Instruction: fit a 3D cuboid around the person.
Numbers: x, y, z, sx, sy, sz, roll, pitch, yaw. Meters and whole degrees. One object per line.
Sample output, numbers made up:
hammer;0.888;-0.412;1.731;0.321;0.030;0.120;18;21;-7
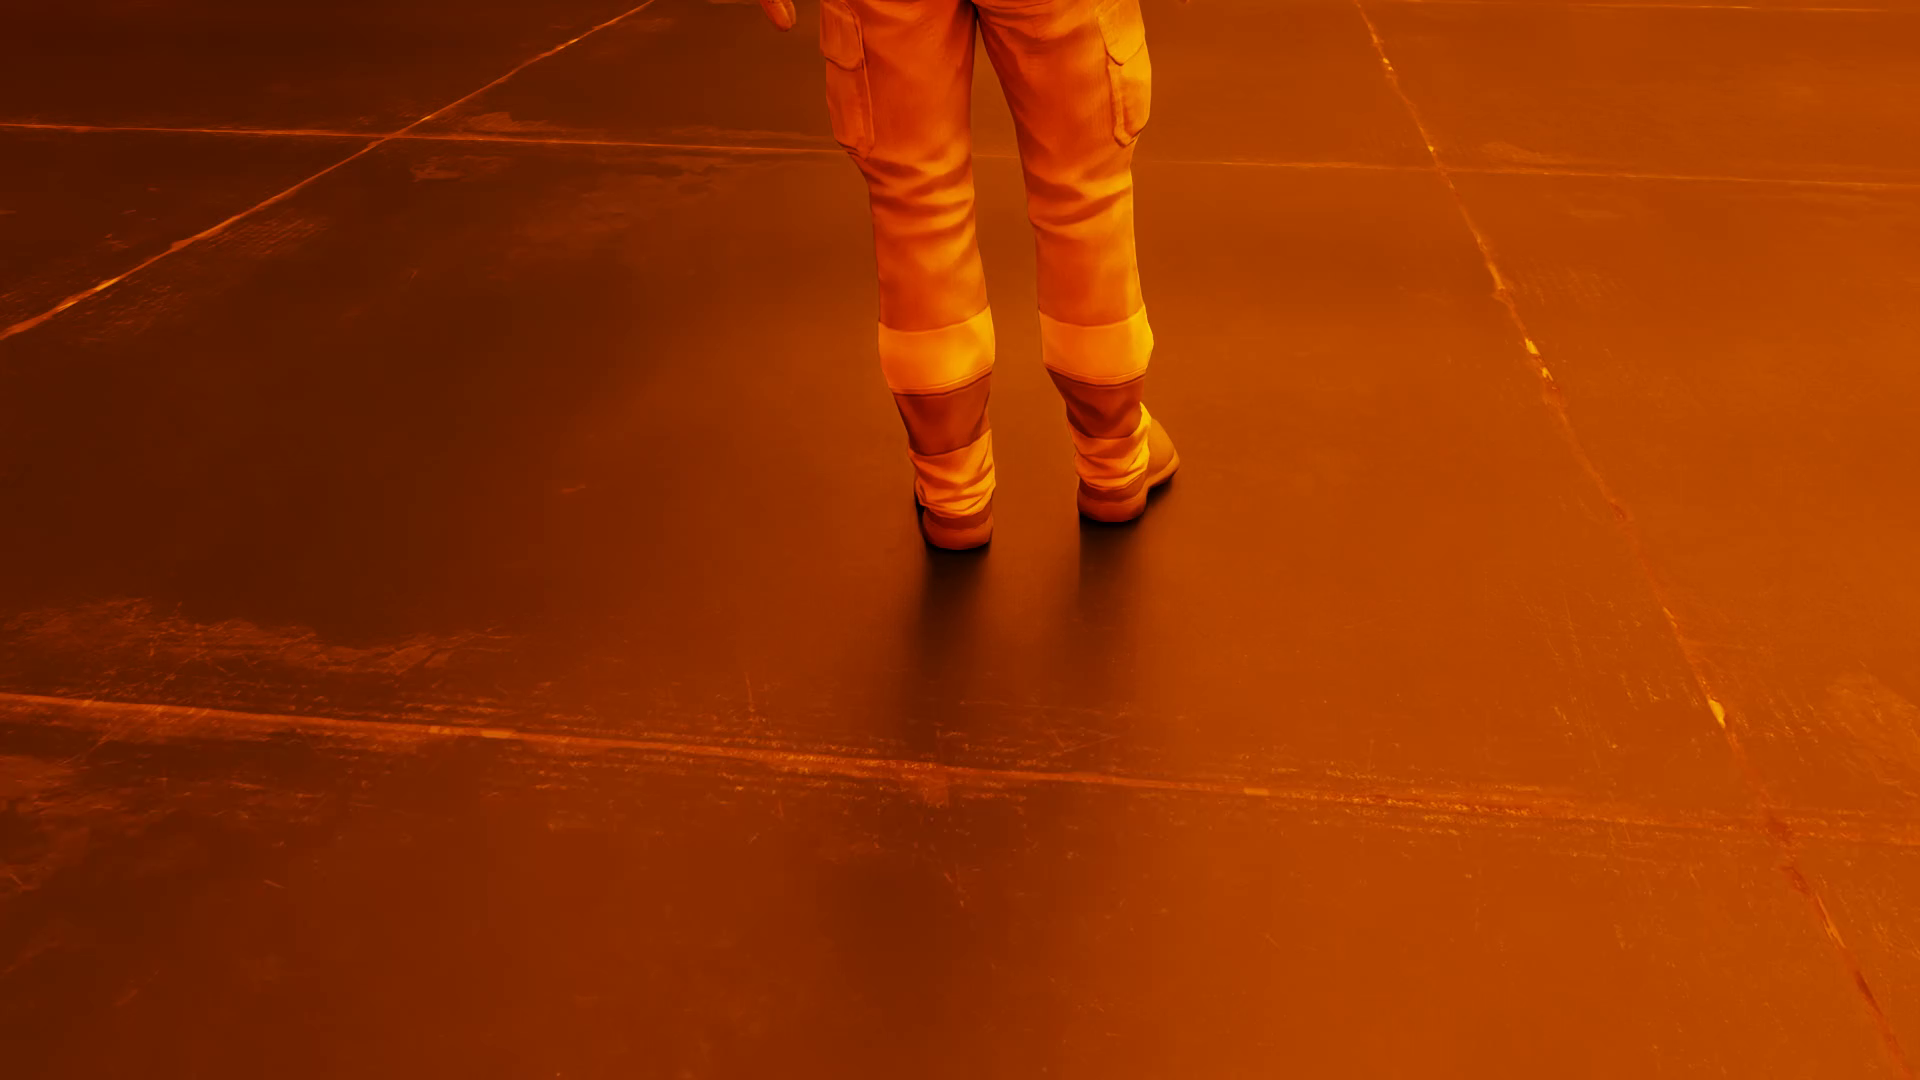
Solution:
person;0.023;-0.840;2.168;0.637;1.782;0.564;3;27;7
